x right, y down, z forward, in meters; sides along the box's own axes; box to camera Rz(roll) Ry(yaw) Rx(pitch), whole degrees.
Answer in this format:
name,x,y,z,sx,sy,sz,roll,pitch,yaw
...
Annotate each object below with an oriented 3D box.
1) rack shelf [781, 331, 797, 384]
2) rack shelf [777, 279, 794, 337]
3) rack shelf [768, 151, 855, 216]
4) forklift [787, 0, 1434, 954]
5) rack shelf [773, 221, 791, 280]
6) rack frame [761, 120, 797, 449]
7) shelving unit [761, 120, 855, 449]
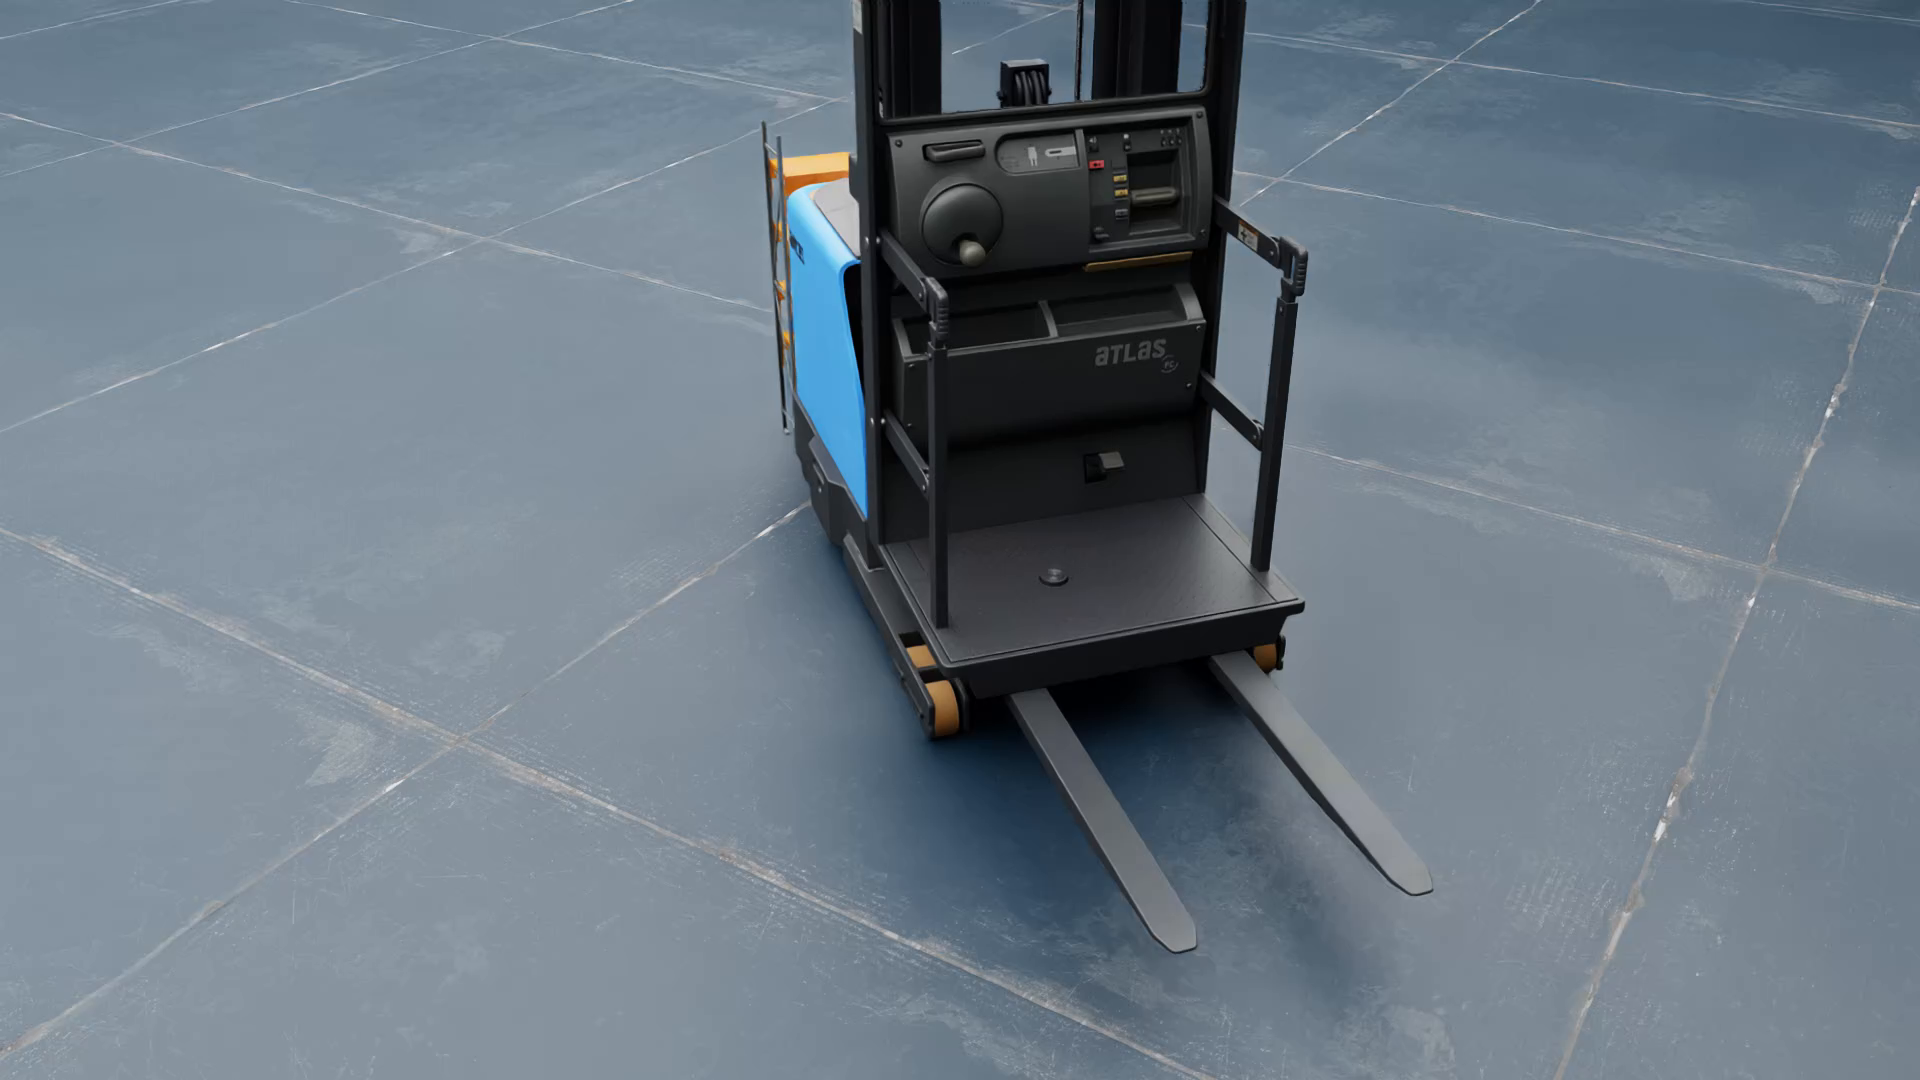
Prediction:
name,x,y,z,sx,sy,sz,roll,pitch,yaw
rack shelf,-0.421,-0.719,6.306,0.480,0.148,0.258,-10,29,-17
rack shelf,-0.424,-0.895,6.214,0.480,0.148,0.258,-10,29,-17
rack shelf,-0.431,-1.303,6.001,0.480,0.148,0.258,-10,29,-17
forklift,0.330,-0.926,4.429,1.130,2.935,3.031,-9,32,-15
rack shelf,-0.428,-1.093,6.110,0.480,0.148,0.258,-10,29,-17
rack frame,-0.655,-0.913,6.112,0.015,1.200,0.240,-10,29,-17
shelving unit,-0.425,-0.954,6.183,0.503,1.200,0.258,-10,29,-17
